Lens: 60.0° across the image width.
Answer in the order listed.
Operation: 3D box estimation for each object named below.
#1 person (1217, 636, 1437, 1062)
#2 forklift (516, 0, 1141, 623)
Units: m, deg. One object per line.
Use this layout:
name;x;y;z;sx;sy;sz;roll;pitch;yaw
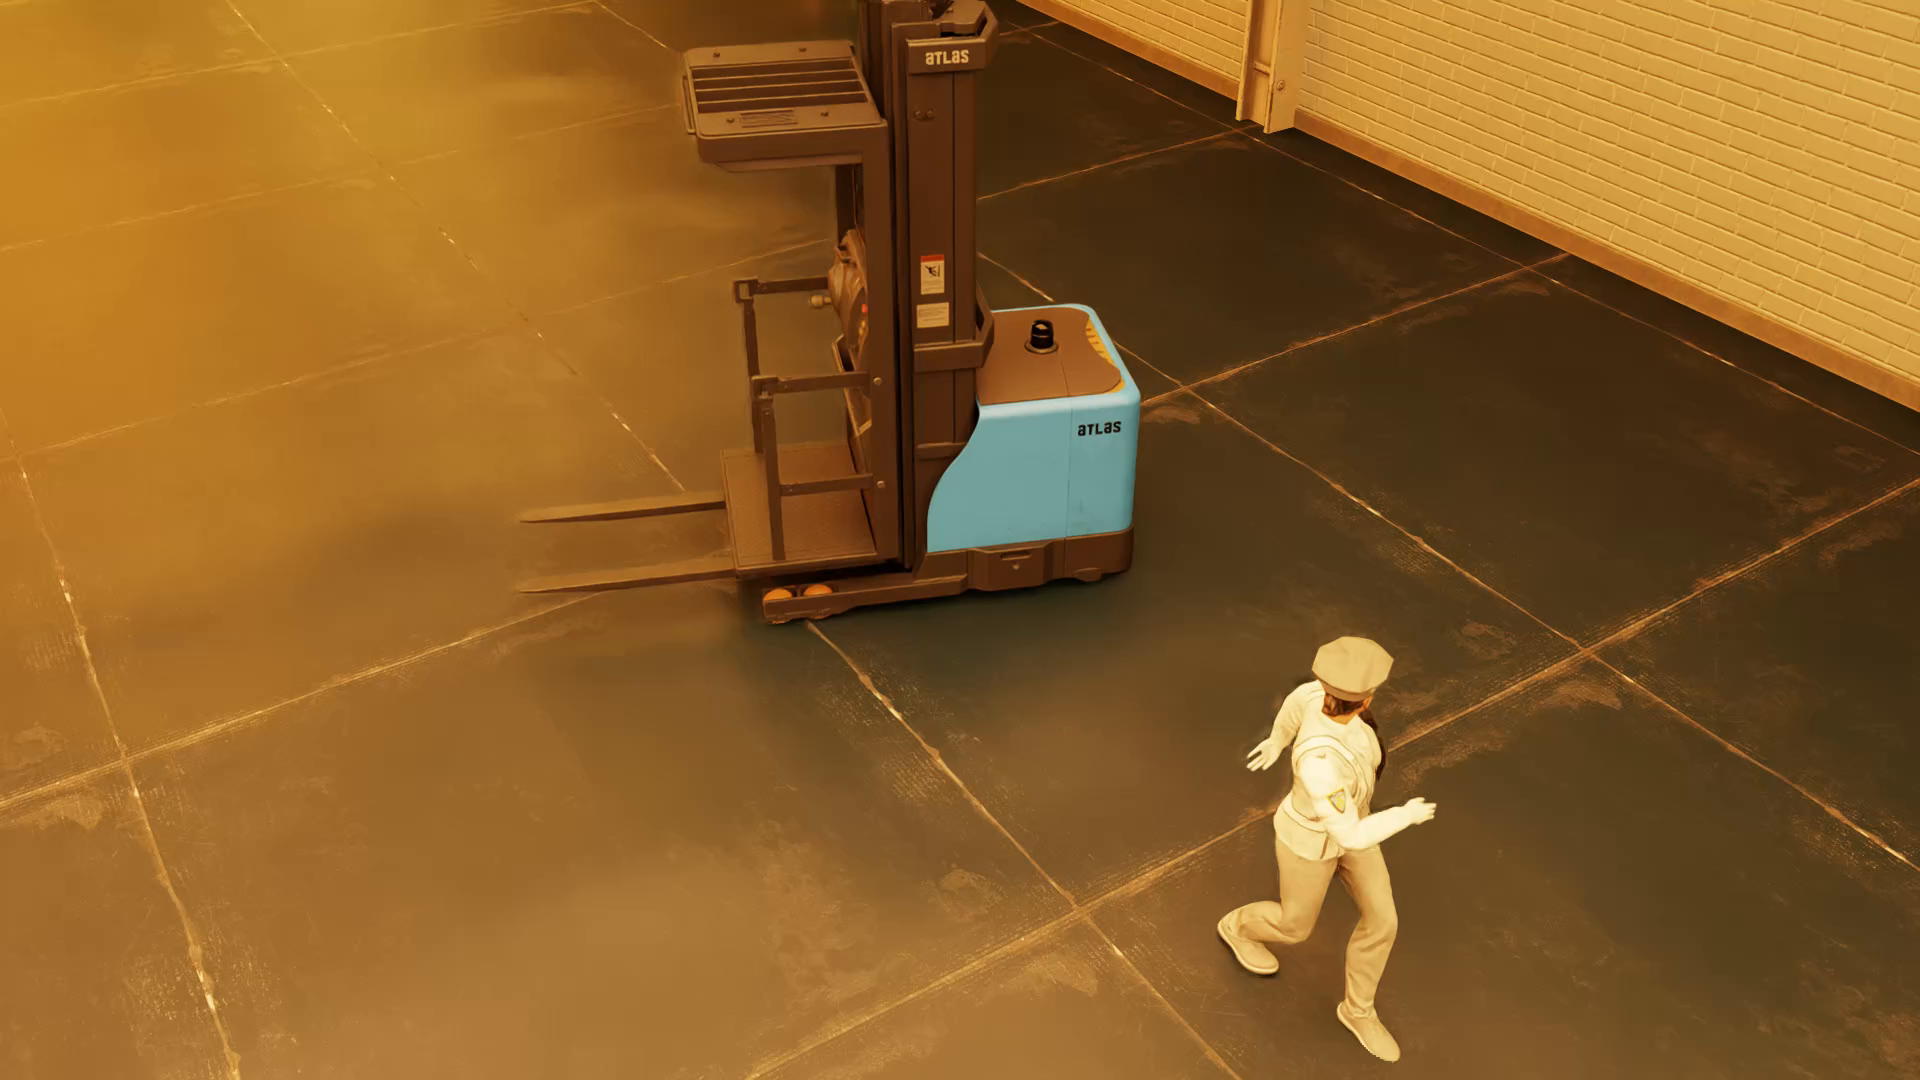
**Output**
person;1.306;1.046;5.863;0.897;1.611;0.506;27;43;33
forklift;-0.698;-1.123;7.746;3.031;2.935;1.130;-6;36;-9
